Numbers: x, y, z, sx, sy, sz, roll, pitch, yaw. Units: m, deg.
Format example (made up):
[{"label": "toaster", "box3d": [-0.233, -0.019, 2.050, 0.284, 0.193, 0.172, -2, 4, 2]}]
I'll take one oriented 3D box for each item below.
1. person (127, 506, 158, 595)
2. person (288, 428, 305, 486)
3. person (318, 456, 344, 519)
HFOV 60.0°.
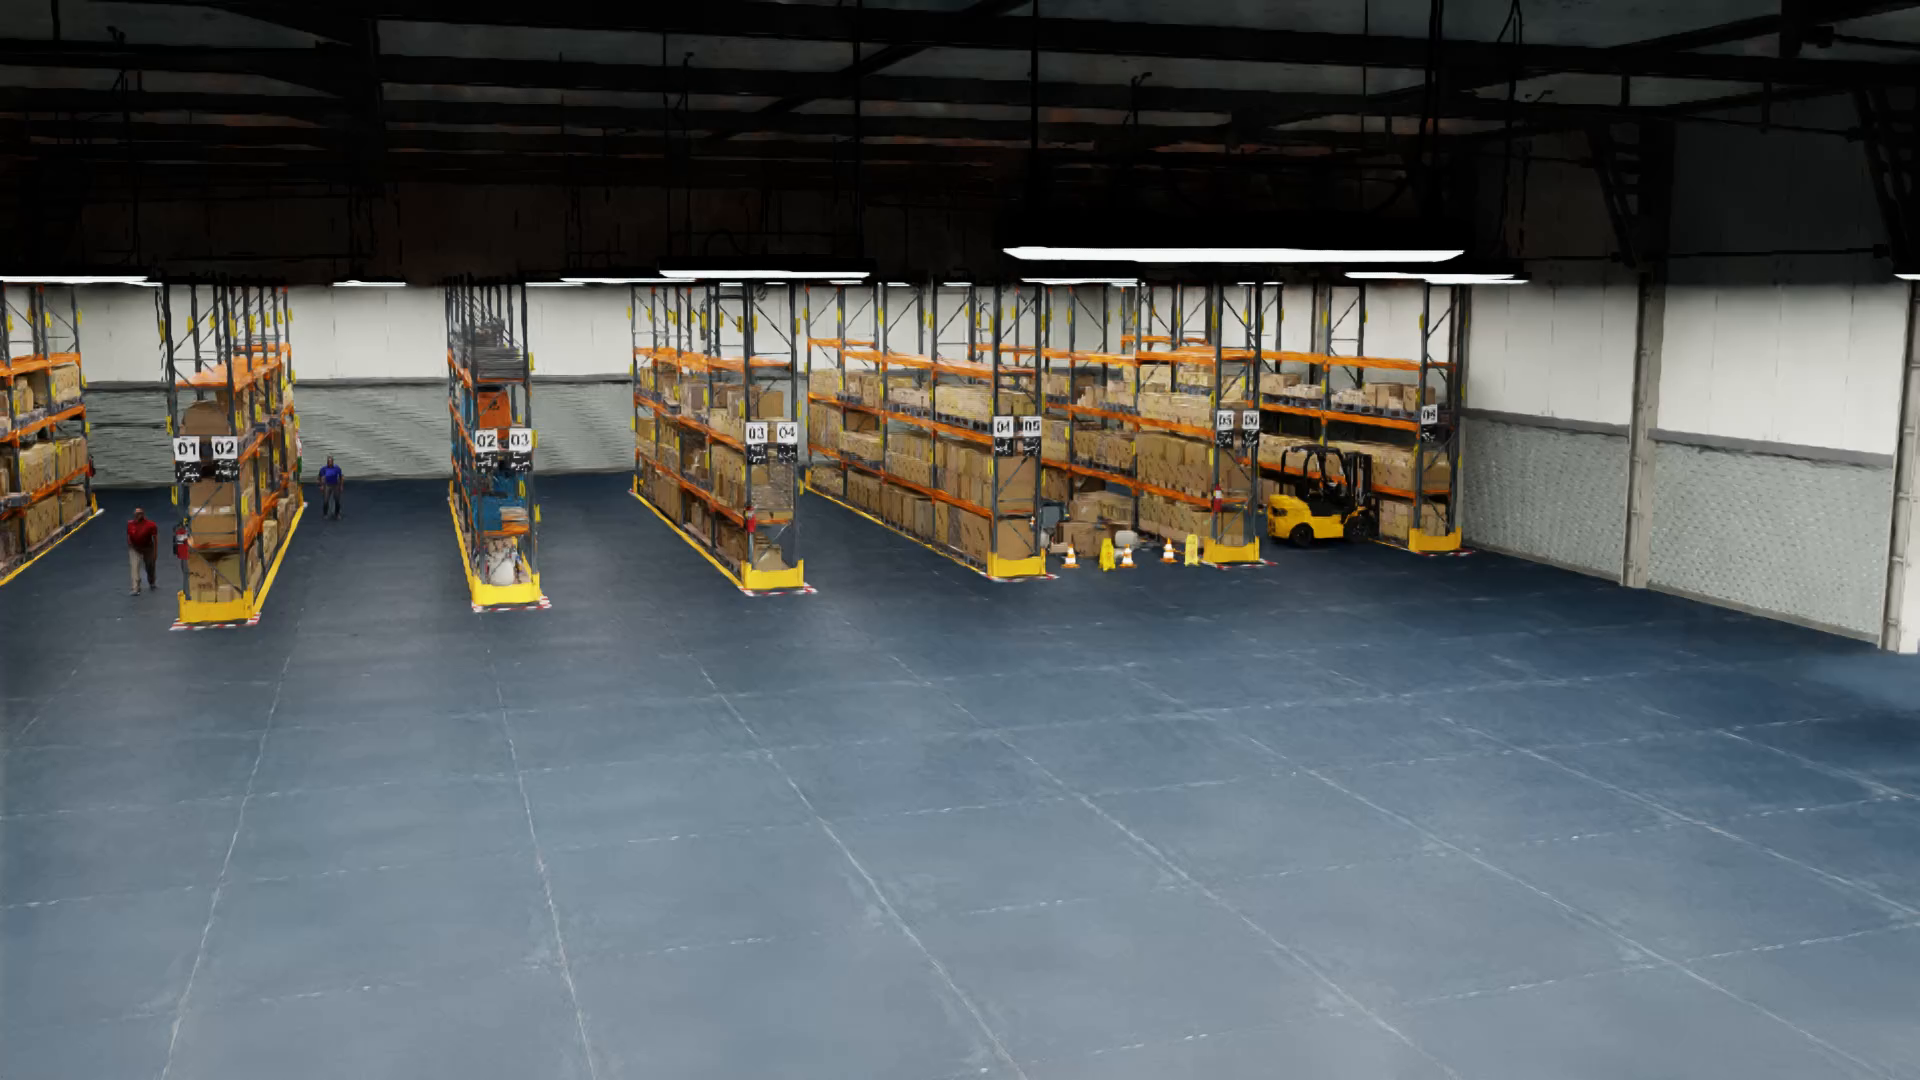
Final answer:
[{"label": "person", "box3d": [-15.411, 0.176, 31.368, 0.540, 1.643, 1.130, -3, 9, -20]}, {"label": "person", "box3d": [-19.402, -2.416, 48.173, 0.500, 1.784, 0.729, 5, 10, 29]}, {"label": "person", "box3d": [-15.700, -1.317, 41.528, 0.592, 1.604, 0.518, -3, 9, -21]}]
